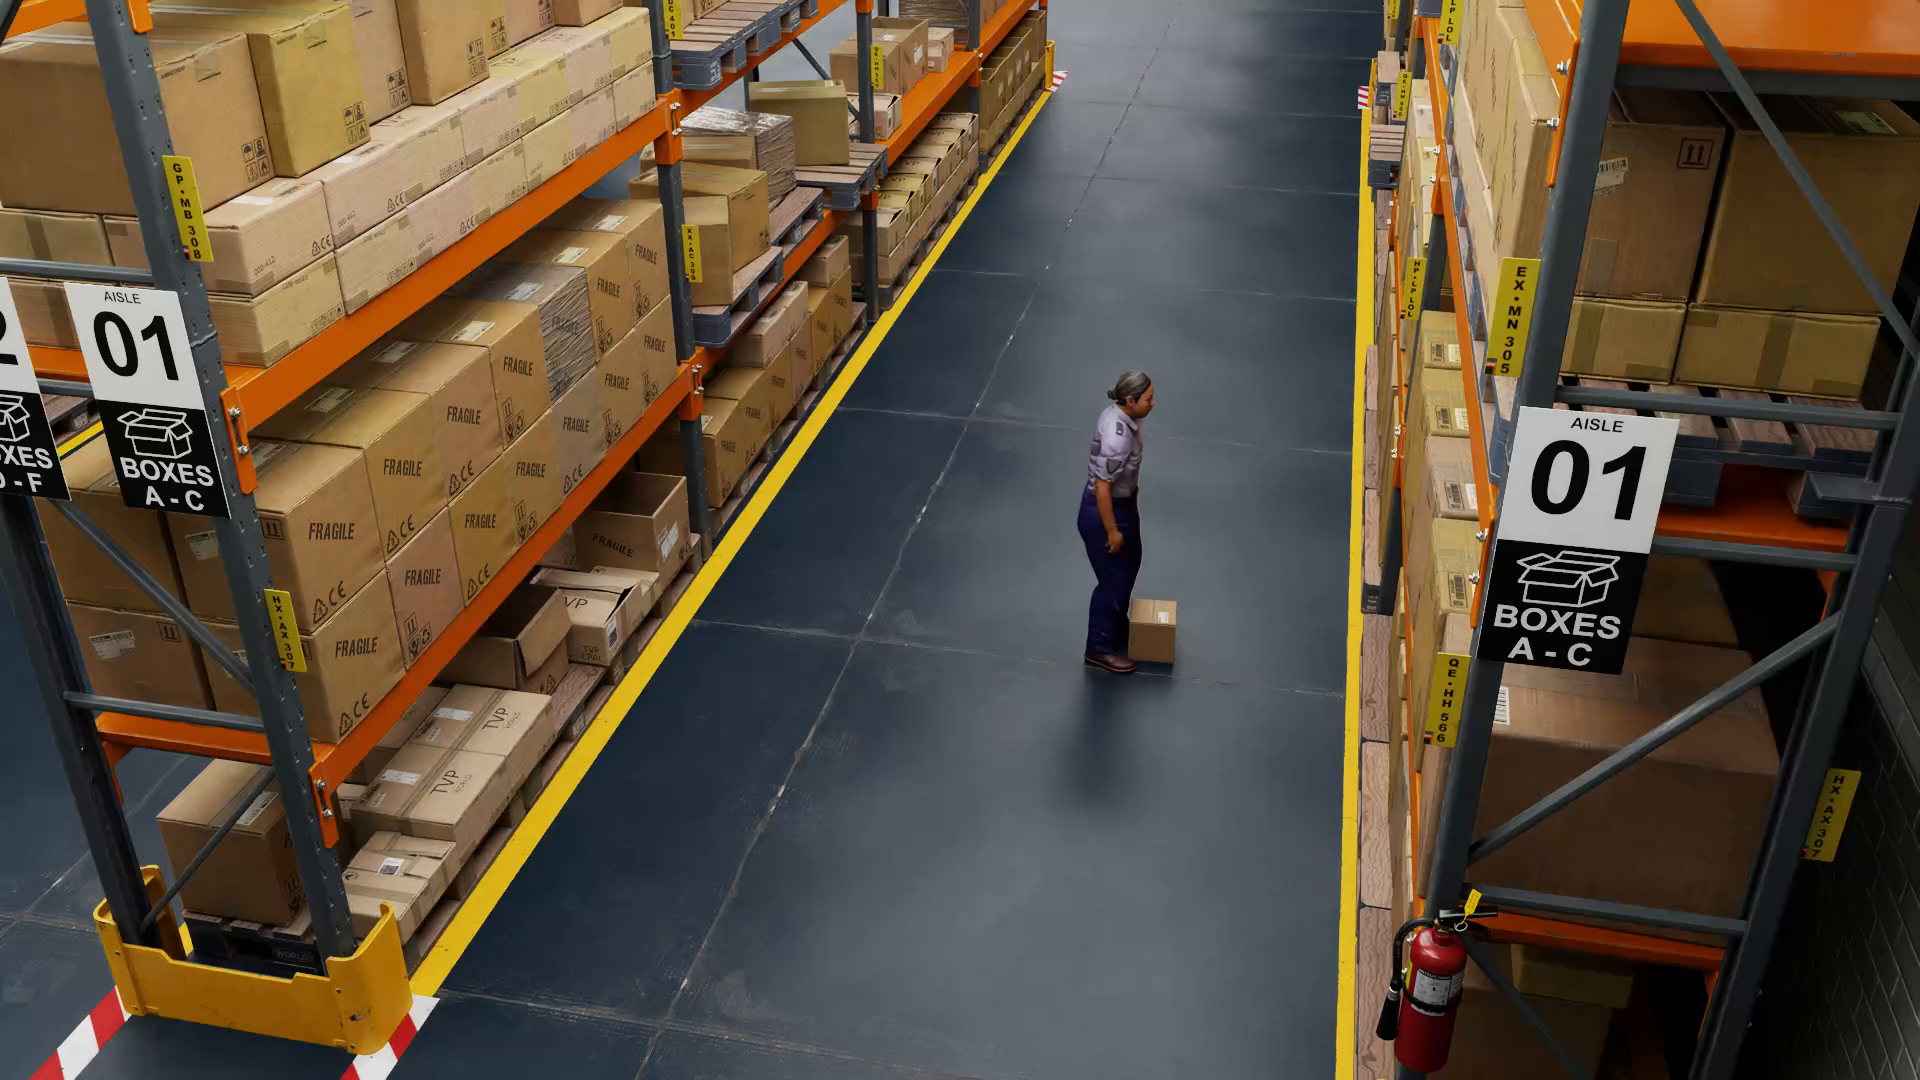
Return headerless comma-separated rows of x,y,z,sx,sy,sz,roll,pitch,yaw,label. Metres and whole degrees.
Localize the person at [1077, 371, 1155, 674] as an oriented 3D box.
0.845,-0.130,8.854,0.419,1.651,0.537,6,30,10,person
